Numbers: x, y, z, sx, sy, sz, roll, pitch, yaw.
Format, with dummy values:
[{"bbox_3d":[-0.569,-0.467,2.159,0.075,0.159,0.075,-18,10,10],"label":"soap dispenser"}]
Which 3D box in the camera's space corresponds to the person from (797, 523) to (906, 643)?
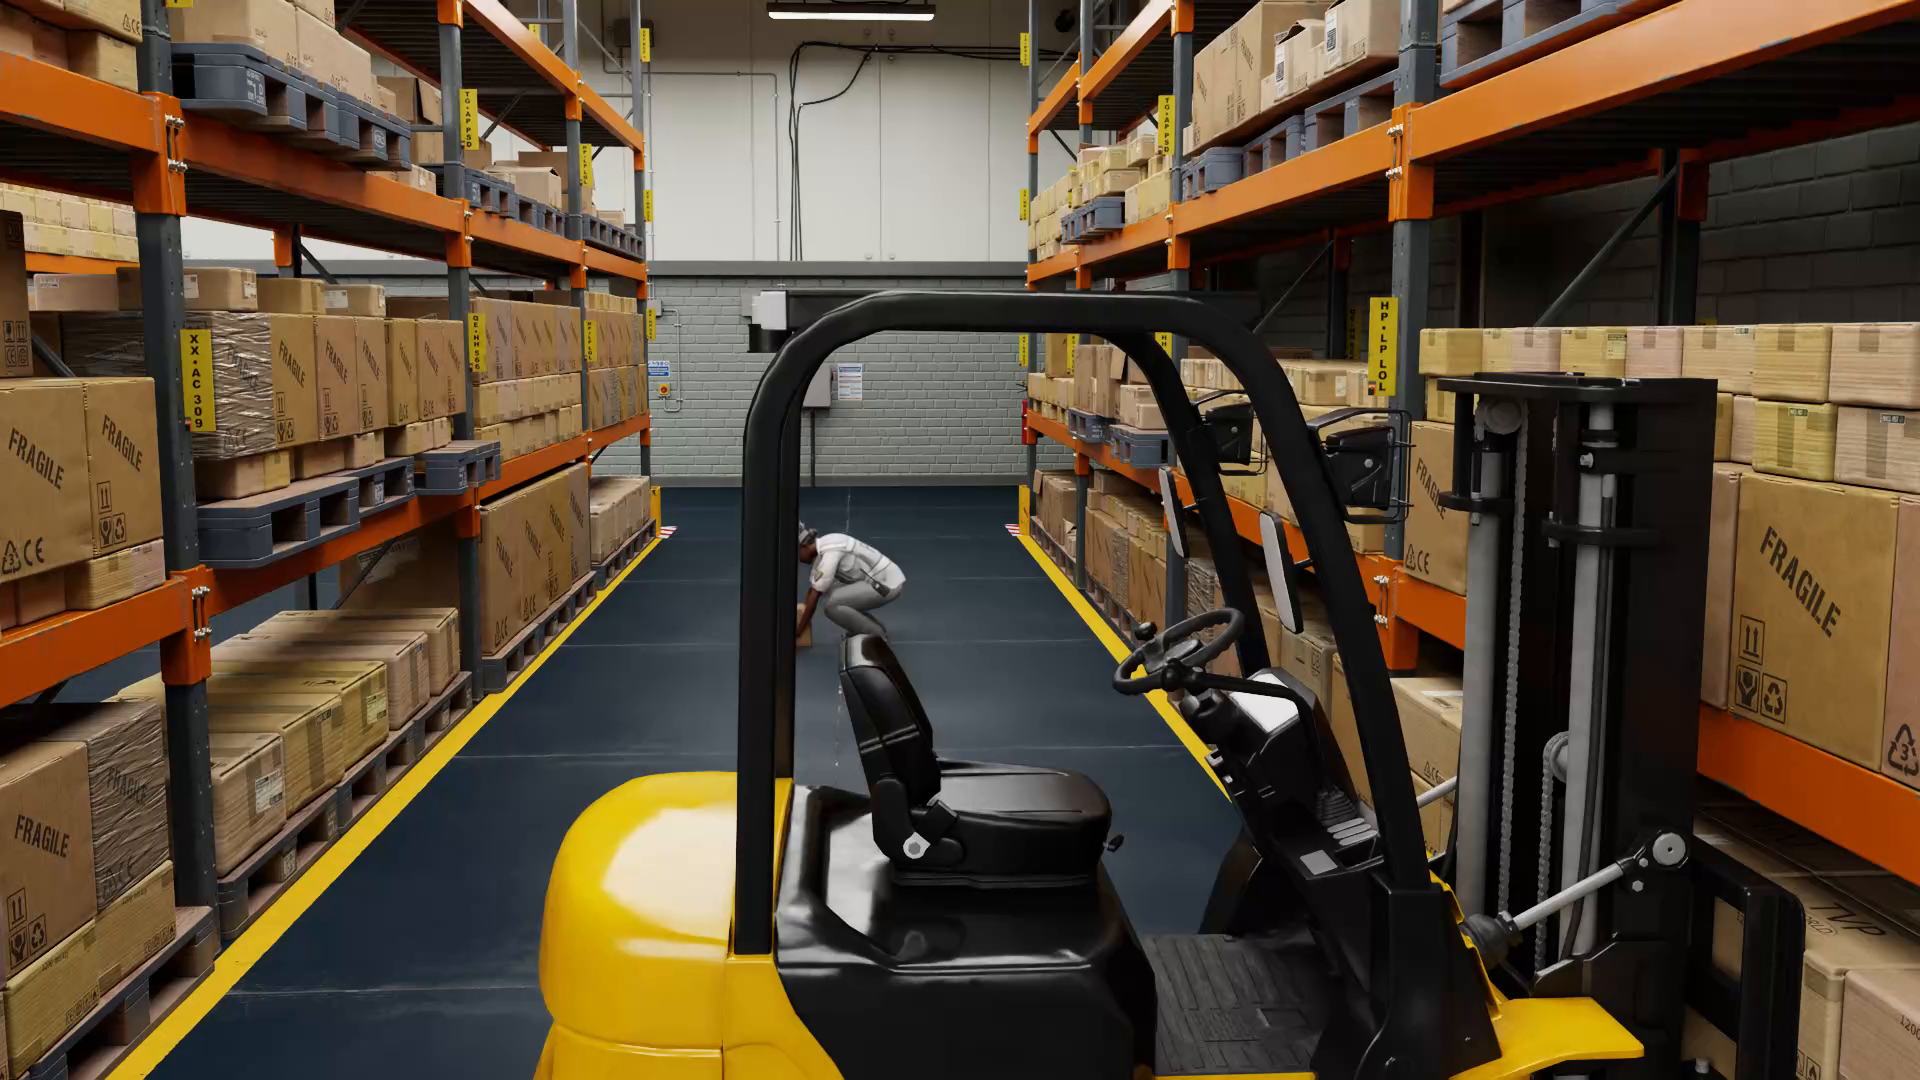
[{"bbox_3d":[-0.804,0.295,11.318,0.869,0.845,0.480,0,7,-2],"label":"person"}]
